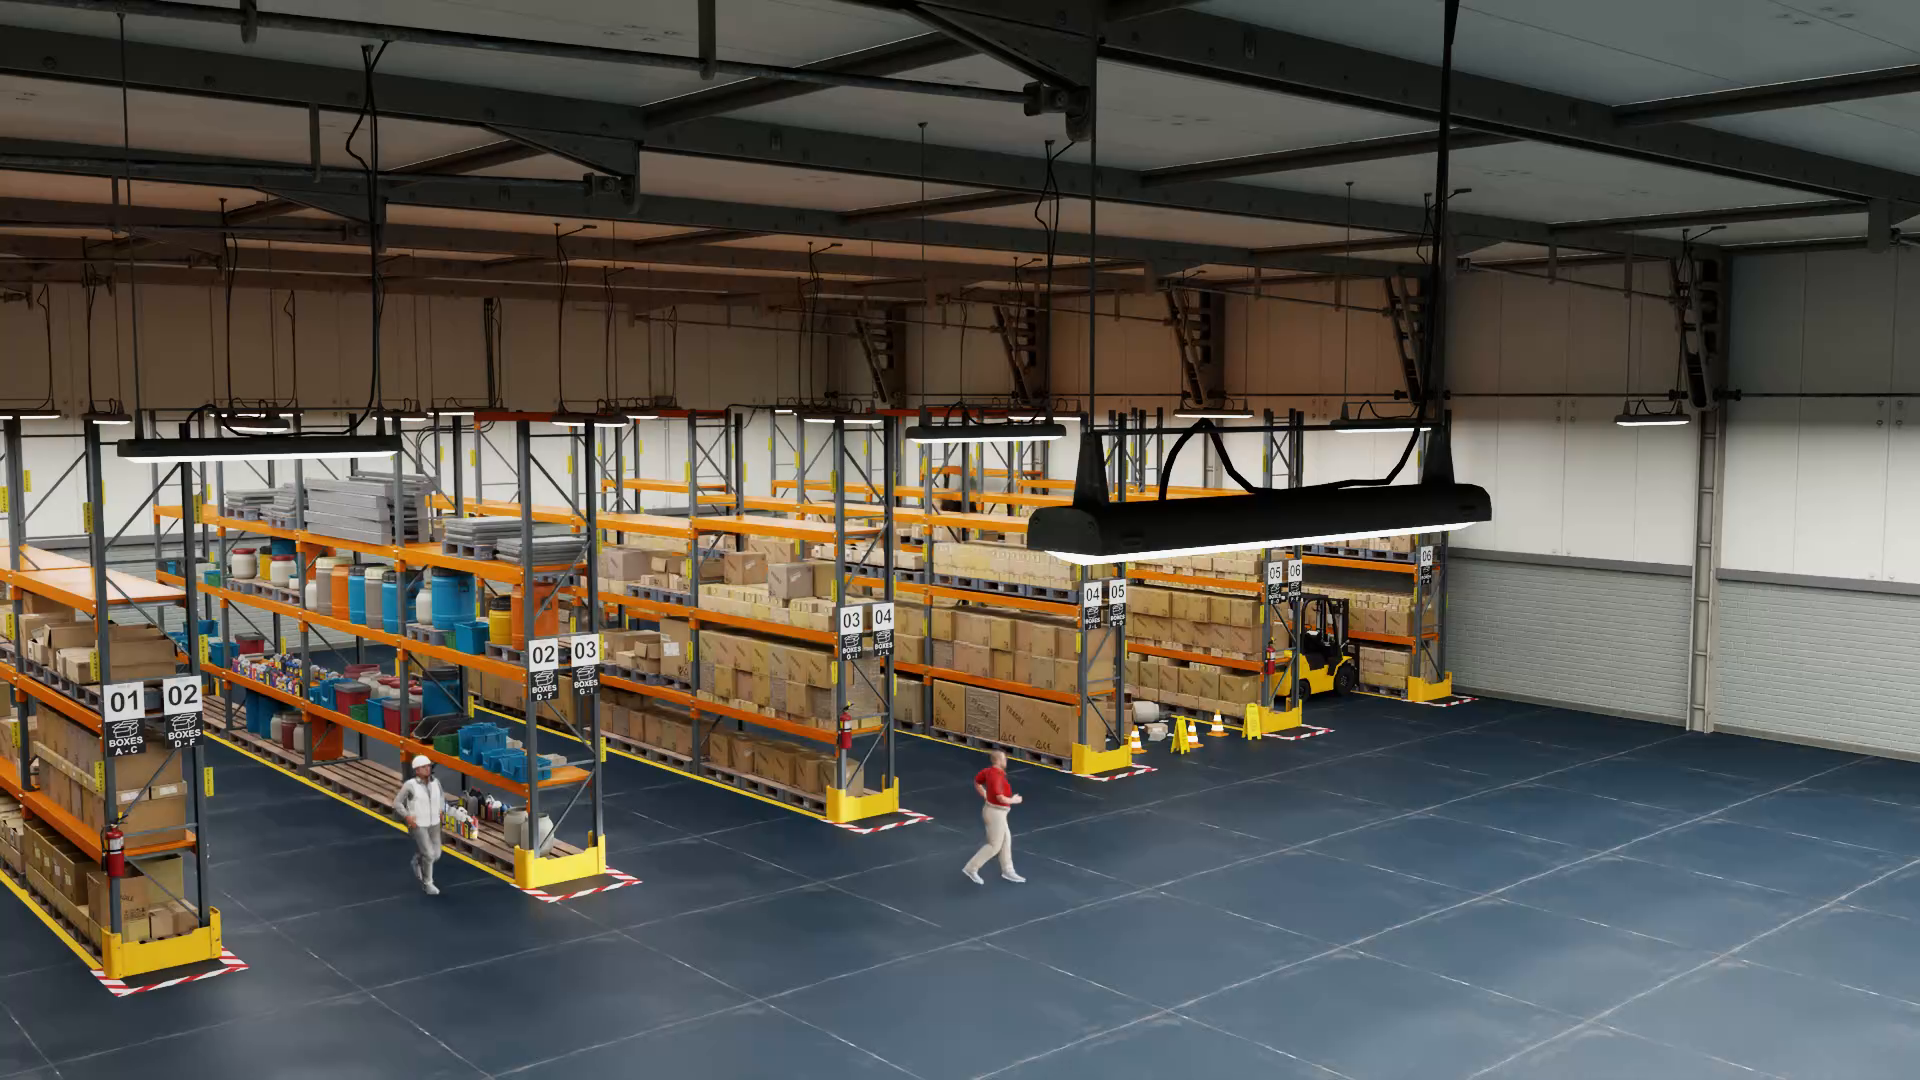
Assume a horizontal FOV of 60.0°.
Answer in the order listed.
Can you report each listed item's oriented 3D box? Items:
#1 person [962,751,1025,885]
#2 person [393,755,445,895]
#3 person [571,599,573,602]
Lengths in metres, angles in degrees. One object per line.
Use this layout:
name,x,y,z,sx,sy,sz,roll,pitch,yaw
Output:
person,0.452,3.589,21.448,0.838,1.762,0.683,-1,5,-12
person,-6.875,3.600,21.190,0.701,1.748,0.681,4,7,40
person,-8.950,2.140,38.336,0.672,1.649,0.808,-3,6,-33
